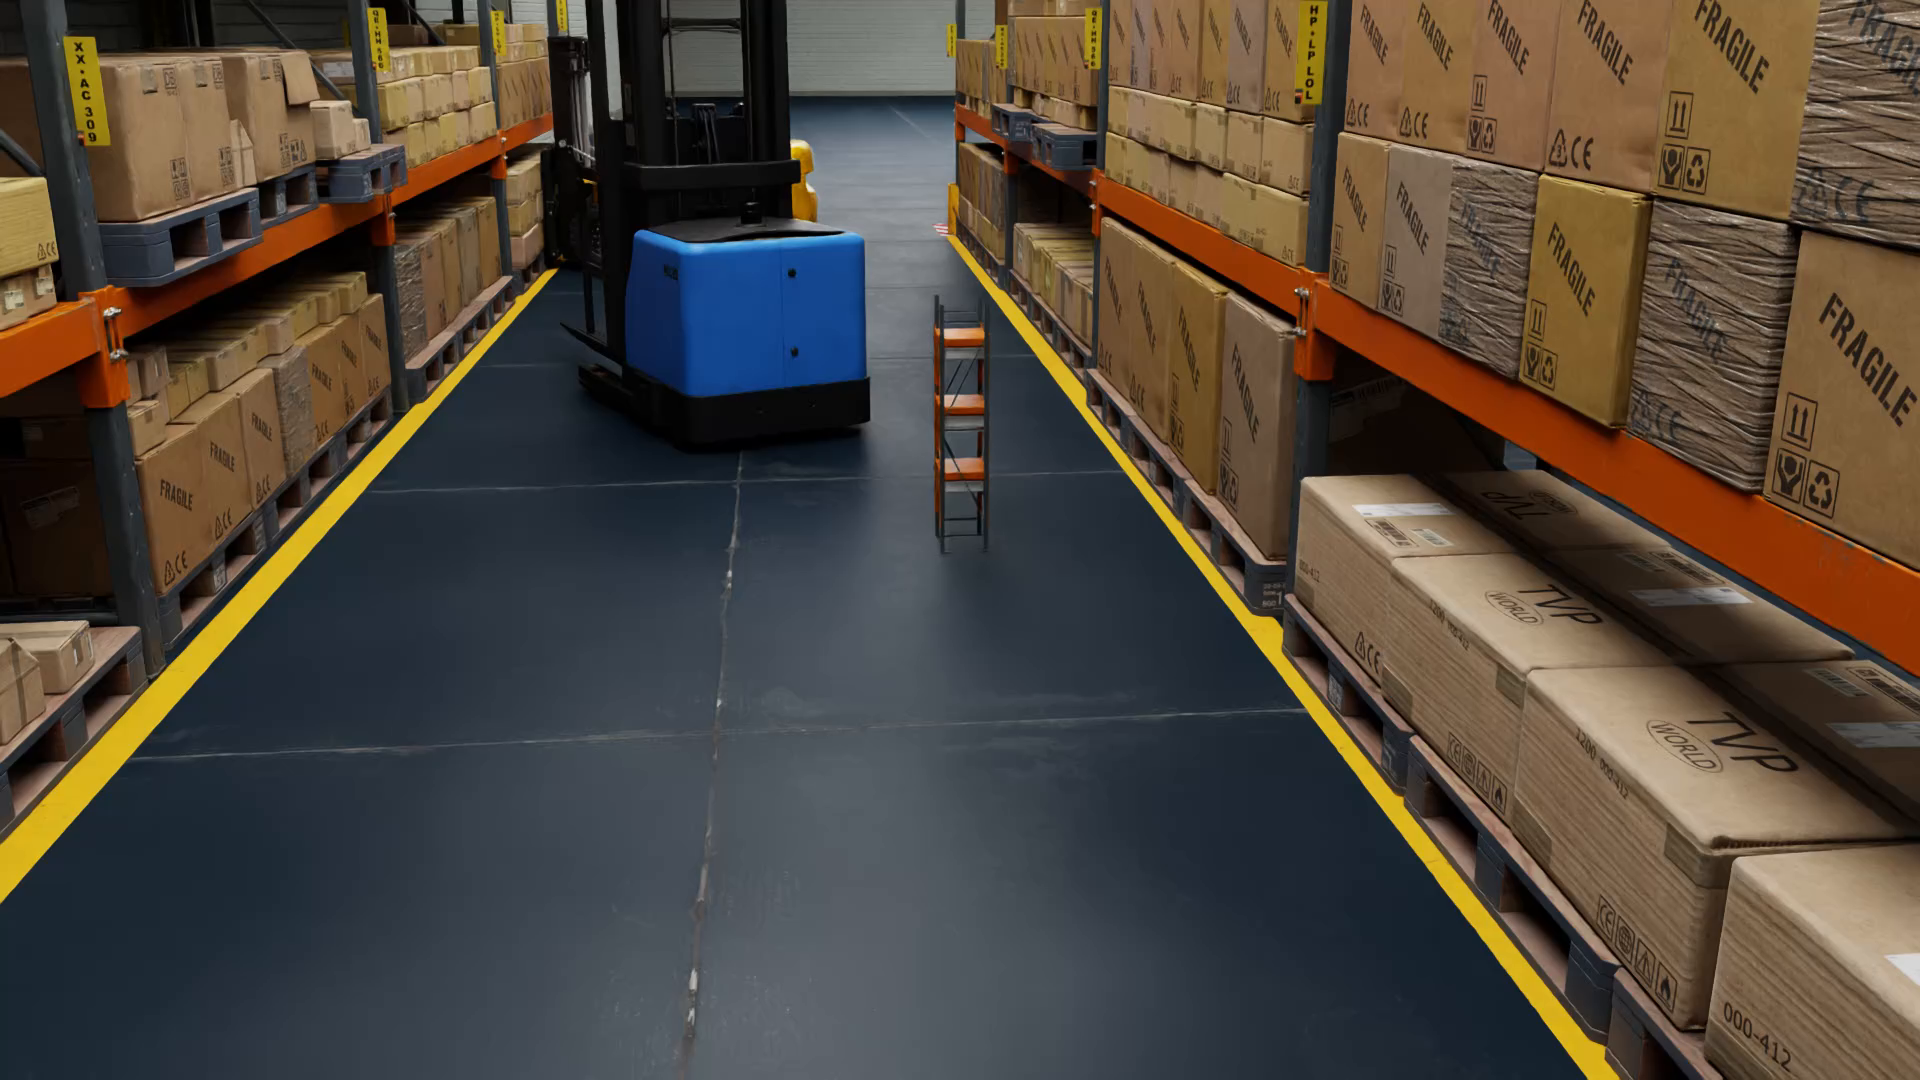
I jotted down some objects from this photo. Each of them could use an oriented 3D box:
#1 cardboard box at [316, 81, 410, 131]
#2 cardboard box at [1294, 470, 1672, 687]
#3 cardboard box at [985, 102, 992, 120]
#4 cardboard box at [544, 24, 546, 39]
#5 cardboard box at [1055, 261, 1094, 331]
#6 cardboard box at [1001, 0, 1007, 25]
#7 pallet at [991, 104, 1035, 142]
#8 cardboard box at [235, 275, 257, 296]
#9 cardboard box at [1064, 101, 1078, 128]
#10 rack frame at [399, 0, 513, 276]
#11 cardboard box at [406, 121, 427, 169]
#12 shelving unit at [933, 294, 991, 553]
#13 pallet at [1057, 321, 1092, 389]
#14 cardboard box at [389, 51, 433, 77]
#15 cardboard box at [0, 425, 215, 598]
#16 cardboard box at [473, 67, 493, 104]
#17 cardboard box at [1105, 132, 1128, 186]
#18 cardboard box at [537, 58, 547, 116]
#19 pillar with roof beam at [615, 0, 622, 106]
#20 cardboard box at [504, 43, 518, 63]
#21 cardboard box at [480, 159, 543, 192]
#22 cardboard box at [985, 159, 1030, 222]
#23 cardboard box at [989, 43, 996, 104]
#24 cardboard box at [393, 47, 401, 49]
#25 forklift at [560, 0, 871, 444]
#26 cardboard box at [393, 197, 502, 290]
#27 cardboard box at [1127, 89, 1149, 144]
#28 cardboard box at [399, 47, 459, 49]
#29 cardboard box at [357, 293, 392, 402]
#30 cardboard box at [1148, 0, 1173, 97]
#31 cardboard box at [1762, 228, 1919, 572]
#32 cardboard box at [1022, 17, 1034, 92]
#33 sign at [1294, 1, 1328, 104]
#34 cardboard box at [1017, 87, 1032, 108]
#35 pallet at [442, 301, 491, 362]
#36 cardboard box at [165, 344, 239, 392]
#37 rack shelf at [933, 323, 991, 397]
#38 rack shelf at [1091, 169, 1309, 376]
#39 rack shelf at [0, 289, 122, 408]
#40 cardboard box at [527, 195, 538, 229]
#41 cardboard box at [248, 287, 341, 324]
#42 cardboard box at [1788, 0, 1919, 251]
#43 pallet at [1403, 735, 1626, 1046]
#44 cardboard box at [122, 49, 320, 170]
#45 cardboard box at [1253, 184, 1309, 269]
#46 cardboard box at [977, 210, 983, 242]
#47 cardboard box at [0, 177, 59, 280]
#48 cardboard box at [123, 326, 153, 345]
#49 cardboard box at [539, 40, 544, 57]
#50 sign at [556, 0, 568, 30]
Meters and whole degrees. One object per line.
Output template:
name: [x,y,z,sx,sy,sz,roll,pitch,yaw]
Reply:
cardboard box: [-3.430,-2.453,9.398,0.500,0.250,0.500,-2,18,-6]
cardboard box: [1.655,0.104,5.413,0.875,0.438,0.875,-2,18,-6]
cardboard box: [0.428,-3.761,14.567,0.380,0.149,0.250,-2,18,-6]
cardboard box: [-4.175,-4.855,15.888,0.380,0.149,0.250,-2,18,-6]
cardboard box: [1.152,-1.635,11.062,0.950,0.372,0.625,-2,18,-7]
cardboard box: [0.774,-5.054,15.933,0.700,0.500,0.500,-2,18,-5]
pallet: [0.806,-3.168,12.580,1.003,0.211,1.213,-2,18,-6]
cardboard box: [-3.909,-1.298,8.692,0.380,0.149,0.250,-1,17,-3]
cardboard box: [0.846,-2.622,10.239,0.380,0.149,0.250,-2,18,-6]
rack frame: [-4.065,-3.337,12.799,1.000,3.000,0.127,-2,18,-6]
cardboard box: [-3.502,-2.364,9.948,0.500,0.250,0.500,-2,18,-7]
shelving unit: [0.006,-0.485,6.969,0.215,1.050,0.252,-2,18,-6]
pallet: [1.205,-1.202,10.654,1.003,0.211,1.213,-2,18,-6]
cardboard box: [-3.536,-2.991,10.446,0.380,0.149,0.250,-1,17,-4]
cardboard box: [-3.066,-0.112,6.000,0.500,0.500,0.500,-1,17,-3]
cardboard box: [-3.760,-3.366,12.306,0.500,0.250,0.500,-2,18,-7]
cardboard box: [1.085,-2.075,9.028,0.500,0.250,0.500,-2,18,-7]
cardboard box: [-4.068,-4.131,15.159,0.500,0.500,0.500,-2,18,-7]
pillar with roof beam: [-3.495,-14.439,38.146,9.100,9.000,0.400,-2,18,-6]
cardboard box: [-3.871,-4.027,13.747,0.380,0.149,0.250,-1,17,-4]
cardboard box: [-3.908,-3.157,14.445,0.500,0.250,0.500,-1,17,-4]
cardboard box: [0.490,-3.057,14.545,0.500,0.500,0.500,-1,17,-5]
cardboard box: [0.519,-3.959,14.116,0.500,0.500,0.500,-1,17,-4]
cardboard box: [-4.267,-3.501,12.072,0.380,0.149,0.250,-2,18,-7]
forklift: [-1.637,-2.289,9.576,1.130,2.935,3.031,-9,20,-27]
cardboard box: [-4.000,-2.249,12.598,0.875,0.625,0.625,-1,17,-3]
cardboard box: [1.143,-2.154,8.447,0.500,0.250,0.500,-1,17,-4]
cardboard box: [-3.791,-3.449,11.904,0.380,0.149,0.250,-2,18,-6]
cardboard box: [-3.395,-1.034,8.934,0.500,0.500,0.500,-1,17,-4]
cardboard box: [1.191,-2.368,7.876,0.500,0.500,0.500,-1,17,-4]
cardboard box: [1.760,-0.250,2.797,0.500,0.500,0.500,-2,18,-7]
cardboard box: [0.725,-3.436,11.749,0.500,0.500,0.500,-2,18,-6]
sign: [1.158,-1.603,5.475,0.100,0.325,0.005,-2,18,-6]
cardboard box: [0.632,-3.323,12.472,0.380,0.149,0.250,-1,17,-5]
pallet: [-3.821,-1.424,11.361,1.003,0.211,1.213,-2,18,-6]
cardboard box: [-3.186,-0.699,6.785,0.380,0.149,0.250,-2,18,-6]
rack shelf: [0.005,-0.746,6.887,0.215,0.259,0.240,-2,18,-6]
rack shelf: [1.491,-1.361,7.705,1.077,0.370,4.000,-2,18,-6]
rack shelf: [-3.033,-0.015,3.417,1.077,0.370,4.000,-2,18,-6]
cardboard box: [-3.862,-2.768,14.040,0.500,0.250,0.500,-2,18,-6]
cardboard box: [-3.307,-1.163,8.263,0.380,0.149,0.250,-2,18,-7]
cardboard box: [1.740,-0.732,2.665,0.500,0.500,0.500,-2,18,-5]
pallet: [1.827,0.816,4.227,1.003,0.211,1.213,-2,18,-6]
cardboard box: [-3.300,-1.914,7.394,0.797,0.503,0.637,-2,18,-7]
cardboard box: [1.400,-1.162,6.122,0.500,0.250,0.500,-2,18,-7]
cardboard box: [0.431,-2.858,15.162,0.500,0.250,0.500,-2,17,-5]
cardboard box: [-2.945,-0.880,4.725,0.500,0.250,0.500,-1,17,-4]
cardboard box: [-3.736,-0.832,7.209,0.380,0.149,0.250,-2,18,-8]
cardboard box: [-4.141,-4.637,15.689,0.380,0.149,0.250,-1,17,-5]
sign: [-3.936,-5.207,16.426,0.100,0.325,0.005,-2,18,-6]
